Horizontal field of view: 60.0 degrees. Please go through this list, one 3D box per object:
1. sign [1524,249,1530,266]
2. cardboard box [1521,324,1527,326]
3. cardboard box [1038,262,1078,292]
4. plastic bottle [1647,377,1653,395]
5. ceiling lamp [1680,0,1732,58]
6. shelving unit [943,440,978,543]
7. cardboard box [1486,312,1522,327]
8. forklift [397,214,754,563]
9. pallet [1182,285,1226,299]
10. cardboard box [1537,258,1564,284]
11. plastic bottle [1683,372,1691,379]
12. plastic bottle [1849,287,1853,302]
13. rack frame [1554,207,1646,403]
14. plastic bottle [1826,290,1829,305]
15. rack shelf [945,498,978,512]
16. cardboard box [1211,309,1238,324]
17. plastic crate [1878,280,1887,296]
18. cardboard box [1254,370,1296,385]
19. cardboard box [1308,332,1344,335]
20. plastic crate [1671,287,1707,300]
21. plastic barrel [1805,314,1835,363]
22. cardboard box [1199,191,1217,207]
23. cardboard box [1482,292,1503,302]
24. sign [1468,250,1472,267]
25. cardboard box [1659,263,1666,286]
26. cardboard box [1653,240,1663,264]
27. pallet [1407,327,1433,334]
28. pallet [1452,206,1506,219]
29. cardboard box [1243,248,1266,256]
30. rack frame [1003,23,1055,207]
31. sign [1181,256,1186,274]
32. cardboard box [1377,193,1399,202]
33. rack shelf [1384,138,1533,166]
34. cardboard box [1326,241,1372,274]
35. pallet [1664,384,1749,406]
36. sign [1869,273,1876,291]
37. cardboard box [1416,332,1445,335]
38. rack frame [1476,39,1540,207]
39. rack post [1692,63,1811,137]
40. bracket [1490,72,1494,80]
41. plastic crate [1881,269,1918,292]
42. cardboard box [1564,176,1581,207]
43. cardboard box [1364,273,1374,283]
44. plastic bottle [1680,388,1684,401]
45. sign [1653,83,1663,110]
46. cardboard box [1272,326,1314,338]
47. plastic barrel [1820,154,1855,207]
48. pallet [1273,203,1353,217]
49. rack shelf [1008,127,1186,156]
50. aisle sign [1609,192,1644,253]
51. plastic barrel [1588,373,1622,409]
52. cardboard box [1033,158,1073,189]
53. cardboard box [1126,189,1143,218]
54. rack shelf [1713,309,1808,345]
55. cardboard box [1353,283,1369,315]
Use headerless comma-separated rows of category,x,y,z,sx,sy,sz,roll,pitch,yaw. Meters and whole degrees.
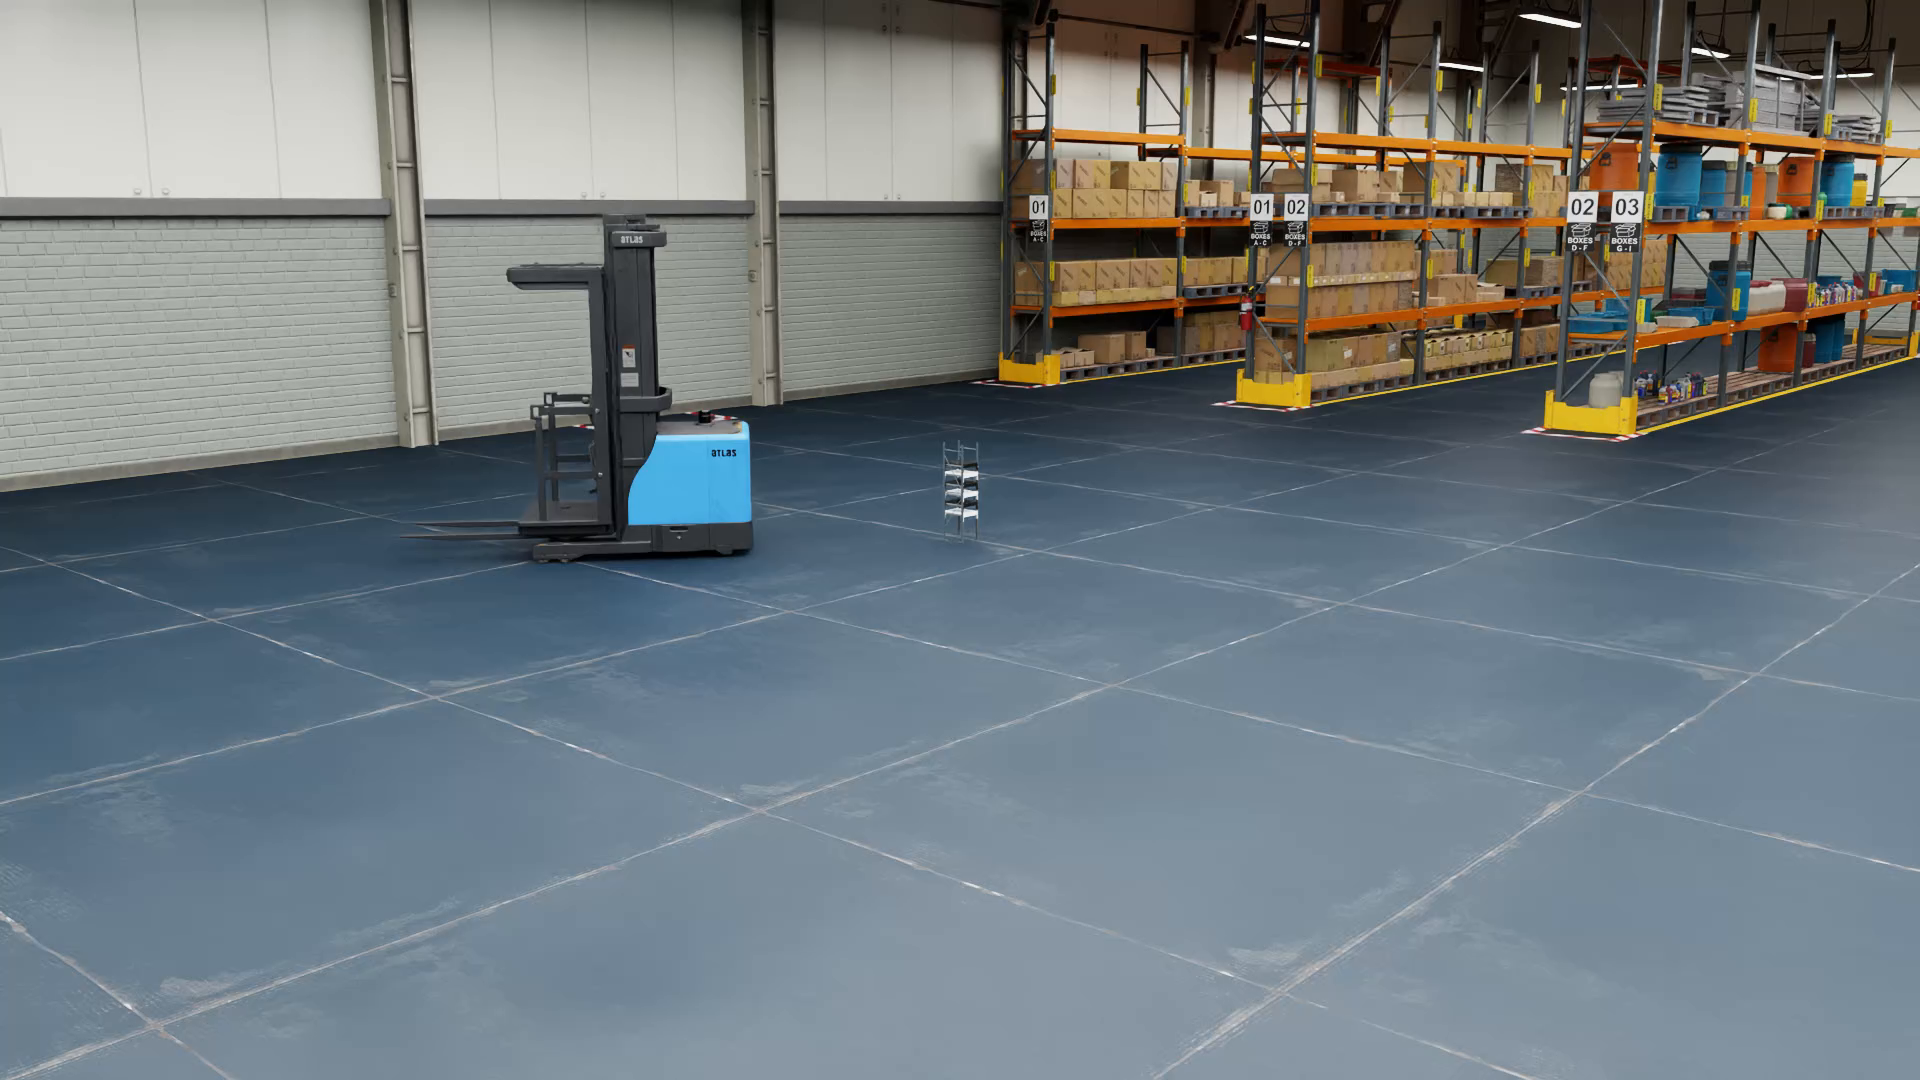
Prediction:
sign,10.584,-5.273,31.037,0.100,0.325,0.005,10,15,40
cardboard box,10.948,-4.011,32.930,0.500,0.500,0.500,9,14,38
cardboard box,1.702,-4.575,28.914,0.500,0.500,0.500,10,15,40
plastic bottle,10.393,-2.323,25.064,0.097,0.271,0.097,0,11,0
ceiling lamp,14.282,-10.697,30.927,0.800,3.185,2.000,10,15,40
shelving unit,0.005,-0.442,15.168,0.258,0.900,0.210,10,15,40
cardboard box,10.640,-4.311,32.520,0.500,0.250,0.500,11,15,42
forklift,-3.369,-1.351,14.532,3.031,2.935,1.130,-1,11,-7
pallet,4.415,-4.828,32.252,1.003,0.211,1.213,10,15,40
cardboard box,11.686,-5.352,33.061,0.700,0.500,0.500,6,13,26
plastic bottle,10.926,-2.351,25.000,0.144,0.351,0.185,10,15,40
plastic bottle,16.265,-4.510,30.488,0.152,0.276,0.135,10,15,40
rack frame,8.602,-2.959,22.405,1.000,3.000,0.127,10,15,40
plastic bottle,15.271,-4.278,29.338,0.097,0.271,0.097,0,11,0
rack shelf,0.005,-0.322,15.192,0.258,0.077,0.200,10,15,40
cardboard box,5.246,-4.509,33.514,0.500,0.250,0.500,10,15,40
plastic crate,17.670,-4.896,32.255,0.437,0.282,0.530,10,15,40
cardboard box,5.016,-2.574,26.428,0.500,0.250,0.500,10,15,40
cardboard box,5.995,-3.165,27.470,0.500,0.500,0.500,10,15,40
plastic crate,11.333,-3.689,25.900,0.402,0.464,0.583,10,15,40
plastic barrel,15.684,-3.719,30.497,0.600,0.901,0.708,10,15,40
cardboard box,4.629,-6.622,32.243,0.500,0.311,0.500,10,15,42
cardboard box,9.779,-4.485,30.690,0.380,0.149,0.250,10,15,40
sign,9.751,-5.374,31.746,0.100,0.325,0.005,10,15,40
cardboard box,15.355,-5.902,36.884,0.500,0.500,0.500,10,15,42
cardboard box,15.026,-6.318,36.414,0.500,0.500,0.500,10,15,42
pallet,10.448,-4.920,39.343,1.003,0.211,1.213,10,15,40
pallet,9.048,-5.879,29.848,1.003,0.211,1.213,11,16,43
cardboard box,6.035,-5.896,34.074,0.380,0.149,0.250,7,13,31
rack frame,1.161,-7.181,28.230,1.000,3.000,0.127,10,15,40
sign,4.214,-5.184,31.334,0.100,0.325,0.005,10,15,40
cardboard box,6.934,-5.598,27.171,0.380,0.149,0.250,10,15,40
rack shelf,8.845,-6.875,29.556,1.077,0.370,4.000,10,15,40
cardboard box,6.243,-4.586,26.983,0.700,0.500,0.500,10,15,40
pallet,11.732,-2.300,26.228,1.003,0.211,1.213,10,15,40
sign,16.936,-4.789,30.860,0.100,0.325,0.005,10,15,40
cardboard box,8.581,-3.641,30.339,0.500,0.311,0.500,10,15,40
rack frame,10.165,-7.719,30.919,1.000,3.000,0.127,10,15,40
rack post,12.478,-6.888,26.250,1.013,1.000,3.121,10,15,40
bracket,13.396,-11.825,42.288,0.235,0.232,0.430,10,15,40
plastic crate,19.083,-5.286,33.814,0.616,0.435,0.499,10,15,40
cardboard box,11.994,-6.974,33.268,0.600,0.600,0.600,10,15,40
cardboard box,6.494,-4.261,27.016,0.380,0.149,0.250,10,15,42
plastic bottle,10.527,-2.139,24.320,0.097,0.201,0.097,0,11,0
sign,9.013,-5.726,21.478,0.100,0.325,0.005,10,15,40
cardboard box,7.025,-4.660,35.337,0.750,0.750,0.750,10,15,40
plastic barrel,15.512,-6.376,29.504,0.600,0.901,0.708,10,15,40
pallet,5.370,-5.128,25.833,1.003,0.211,1.213,10,15,40
rack shelf,2.481,-7.121,29.774,1.077,0.370,4.000,10,15,40
aisle sign,8.775,-4.185,21.907,0.394,0.787,0.004,10,15,40
plastic barrel,8.979,-2.051,23.142,0.421,0.512,0.421,0,11,0
cardboard box,1.597,-6.285,28.541,0.500,0.500,0.500,8,14,36
cardboard box,2.973,-6.092,30.130,0.500,0.500,0.500,9,14,38
rack shelf,12.563,-3.489,26.895,1.077,0.370,4.000,10,15,40
cardboard box,6.222,-3.944,27.082,0.700,0.500,0.500,10,15,42
